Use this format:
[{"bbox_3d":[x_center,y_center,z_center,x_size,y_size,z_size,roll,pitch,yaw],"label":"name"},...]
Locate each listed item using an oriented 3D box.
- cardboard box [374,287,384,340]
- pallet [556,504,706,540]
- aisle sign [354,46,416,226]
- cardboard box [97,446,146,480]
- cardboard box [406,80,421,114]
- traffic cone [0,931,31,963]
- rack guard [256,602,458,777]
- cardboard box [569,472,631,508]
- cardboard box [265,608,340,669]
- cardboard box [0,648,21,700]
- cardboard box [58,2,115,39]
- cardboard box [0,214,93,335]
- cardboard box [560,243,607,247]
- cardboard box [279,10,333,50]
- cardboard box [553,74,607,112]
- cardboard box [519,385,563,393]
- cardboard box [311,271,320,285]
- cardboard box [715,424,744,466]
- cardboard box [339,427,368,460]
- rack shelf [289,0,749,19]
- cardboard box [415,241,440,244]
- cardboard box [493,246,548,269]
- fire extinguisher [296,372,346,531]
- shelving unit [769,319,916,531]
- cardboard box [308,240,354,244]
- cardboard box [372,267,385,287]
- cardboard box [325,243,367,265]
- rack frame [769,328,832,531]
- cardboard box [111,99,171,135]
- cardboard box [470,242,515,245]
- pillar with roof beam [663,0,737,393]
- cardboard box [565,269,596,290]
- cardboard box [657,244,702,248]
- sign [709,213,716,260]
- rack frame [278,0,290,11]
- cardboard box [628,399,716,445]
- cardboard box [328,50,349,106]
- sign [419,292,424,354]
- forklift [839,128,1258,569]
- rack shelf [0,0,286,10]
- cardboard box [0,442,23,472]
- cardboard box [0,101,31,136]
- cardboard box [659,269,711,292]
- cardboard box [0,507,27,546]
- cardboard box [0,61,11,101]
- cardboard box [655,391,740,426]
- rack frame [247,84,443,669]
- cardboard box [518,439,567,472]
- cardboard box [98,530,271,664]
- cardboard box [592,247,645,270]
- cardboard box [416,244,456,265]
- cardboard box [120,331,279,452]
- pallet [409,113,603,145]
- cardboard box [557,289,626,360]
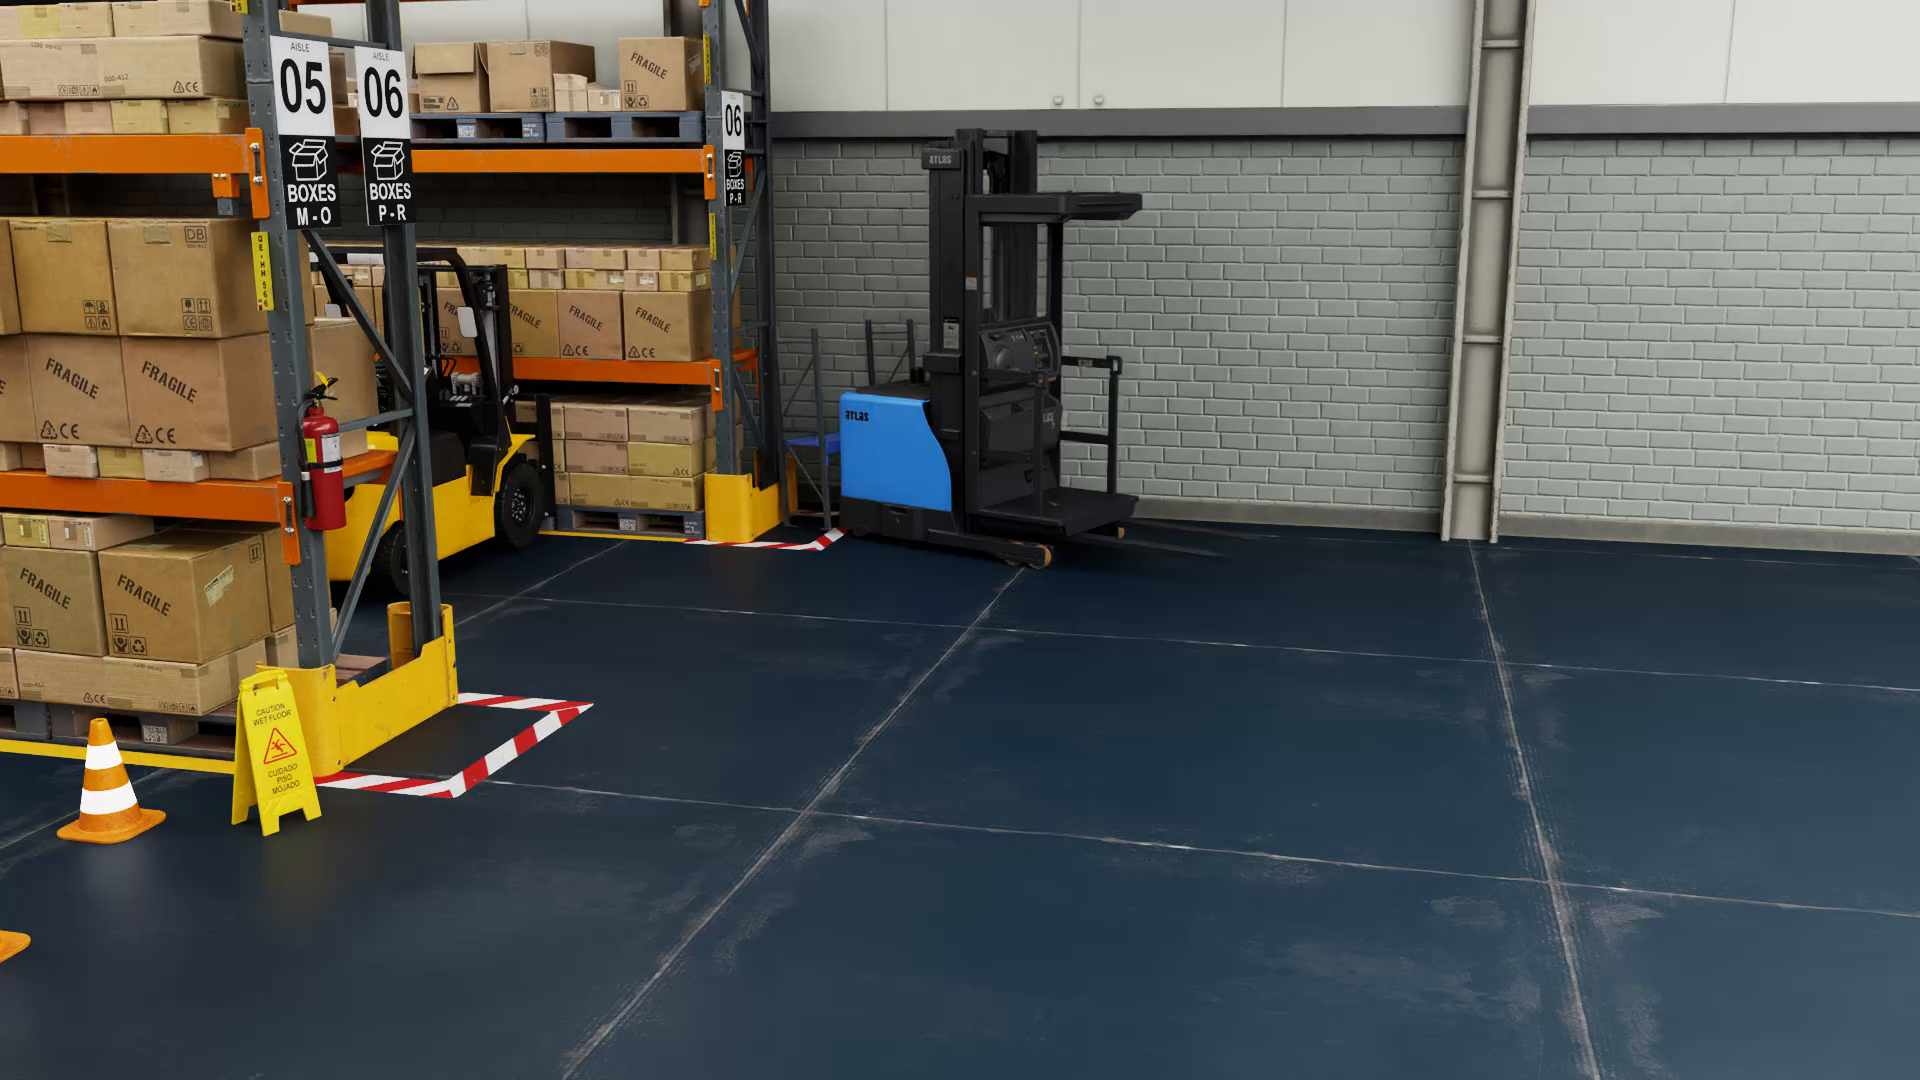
[{"bbox_3d":[-4.112,-1.700,12.740,0.500,0.500,0.500,3,13,13],"label":"cardboard box"},{"bbox_3d":[-2.351,-0.241,12.832,1.213,0.211,1.003,3,13,14],"label":"pallet"},{"bbox_3d":[-2.650,-1.858,7.682,0.004,0.787,0.394,3,13,14],"label":"aisle sign"},{"bbox_3d":[-3.715,-0.387,7.631,0.250,0.149,0.380,3,13,13],"label":"cardboard box"},{"bbox_3d":[-4.114,-3.291,12.324,0.258,0.266,0.396,3,13,12],"label":"cardboard box"},{"bbox_3d":[-3.447,1.211,5.706,0.334,0.463,0.336,3,13,14],"label":"traffic cone"},{"bbox_3d":[-2.858,0.689,7.973,0.348,0.500,1.175,3,13,14],"label":"rack guard"},{"bbox_3d":[-2.611,-0.420,12.578,0.500,0.250,0.500,3,13,14],"label":"cardboard box"},{"bbox_3d":[-3.501,0.510,8.388,0.500,0.250,0.500,3,13,13],"label":"cardboard box"},{"bbox_3d":[-4.644,0.570,8.117,0.500,0.250,0.500,3,13,12],"label":"cardboard box"},{"bbox_3d":[-3.677,-2.245,7.239,0.250,0.149,0.380,3,13,13],"label":"cardboard box"},{"bbox_3d":[-4.342,-1.223,7.593,0.500,0.500,0.700,3,13,13],"label":"cardboard box"},{"bbox_3d":[-2.878,-2.200,12.810,0.250,0.149,0.380,3,13,15],"label":"cardboard box"},{"bbox_3d":[-3.080,-2.320,7.577,0.250,0.149,0.380,3,13,13],"label":"cardboard box"},{"bbox_3d":[-2.722,-3.216,11.989,0.258,0.266,0.396,3,13,14],"label":"cardboard box"},{"bbox_3d":[-3.485,-1.068,13.193,0.500,0.250,0.500,3,13,12],"label":"cardboard box"},{"bbox_3d":[-4.984,-2.059,12.862,0.250,0.149,0.380,3,13,15],"label":"cardboard box"},{"bbox_3d":[-2.005,-0.746,12.895,0.500,0.250,0.500,3,13,15],"label":"cardboard box"},{"bbox_3d":[-3.065,-0.466,7.988,0.250,0.149,0.380,3,13,14],"label":"cardboard box"},{"bbox_3d":[-3.540,-4.057,12.330,4.000,0.370,1.077,3,13,14],"label":"rack shelf"},{"bbox_3d":[-4.348,-2.304,13.278,0.250,0.149,0.380,3,13,12],"label":"cardboard box"},{"bbox_3d":[-3.260,-2.101,12.365,0.250,0.149,0.380,3,13,15],"label":"cardboard box"},{"bbox_3d":[-2.784,-0.387,7.230,0.183,0.674,0.296,3,13,14],"label":"fire extinguisher"},{"bbox_3d":[-0.858,-0.911,12.814,0.538,1.500,1.048,5,13,42],"label":"shelving unit"},{"bbox_3d":[-5.100,-2.336,13.424,0.250,0.149,0.380,3,13,14],"label":"cardboard box"},{"bbox_3d":[-4.248,-2.009,12.637,0.250,0.149,0.380,3,13,13],"label":"cardboard box"},{"bbox_3d":[-4.719,-2.205,12.830,0.250,0.149,0.380,3,13,12],"label":"cardboard box"},{"bbox_3d":[-1.196,-0.829,12.444,0.500,1.500,0.032,5,13,42],"label":"rack frame"},{"bbox_3d":[-3.447,-1.835,7.233,0.250,0.149,0.380,3,13,14],"label":"cardboard box"},{"bbox_3d":[-3.626,-2.244,13.005,0.250,0.149,0.380,3,13,15],"label":"cardboard box"},{"bbox_3d":[-3.090,-3.820,8.677,0.400,9.000,9.100,3,13,14],"label":"pillar with roof beam"},{"bbox_3d":[-2.733,-1.944,12.344,0.250,0.149,0.380,3,13,13],"label":"cardboard box"},{"bbox_3d":[-2.117,-2.171,12.680,0.250,0.149,0.380,4,13,15],"label":"cardboard box"},{"bbox_3d":[-1.742,-2.139,11.728,0.005,0.325,0.100,3,13,14],"label":"sign"},{"bbox_3d":[-5.482,-4.708,12.676,0.127,3.000,1.000,3,13,14],"label":"rack frame"},{"bbox_3d":[-2.120,-0.880,12.346,0.500,0.250,0.500,4,13,15],"label":"cardboard box"},{"bbox_3d":[-3.209,-2.146,7.714,0.500,0.250,0.500,3,13,13],"label":"cardboard box"},{"bbox_3d":[-2.654,-1.064,8.105,0.005,0.325,0.100,3,13,14],"label":"sign"},{"bbox_3d":[0.598,-1.362,11.604,3.031,2.935,1.130,9,15,34],"label":"forklift"},{"bbox_3d":[-7.424,-4.265,13.265,4.000,0.370,1.077,3,13,14],"label":"rack shelf"},{"bbox_3d":[-4.457,-0.431,7.829,0.250,0.149,0.380,3,13,13],"label":"cardboard box"},{"bbox_3d":[-4.180,-1.886,7.463,0.250,0.149,0.380,3,13,13],"label":"cardboard box"},{"bbox_3d":[-2.002,-1.896,12.125,0.250,0.149,0.380,3,13,14],"label":"cardboard box"},{"bbox_3d":[-4.496,-0.092,7.873,0.250,0.149,0.380,4,13,16],"label":"cardboard box"},{"bbox_3d":[-4.339,-2.086,7.444,0.500,0.250,0.500,3,13,15],"label":"cardboard box"},{"bbox_3d":[-2.020,-0.987,12.826,0.500,0.250,0.500,3,13,13],"label":"cardboard box"},{"bbox_3d":[-2.784,-0.527,7.685,0.127,3.000,1.000,3,13,14],"label":"rack frame"},{"bbox_3d":[-3.137,-0.688,12.634,0.500,0.250,0.500,3,13,12],"label":"cardboard box"},{"bbox_3d":[-3.625,0.257,7.796,0.500,0.500,0.500,3,13,14],"label":"cardboard box"},{"bbox_3d":[-2.504,-2.070,12.225,0.250,0.149,0.380,3,13,15],"label":"cardboard box"},{"bbox_3d":[-3.974,-2.160,12.631,0.250,0.149,0.380,3,13,13],"label":"cardboard box"},{"bbox_3d":[-3.377,-0.691,7.507,0.500,0.500,0.500,3,13,13],"label":"cardboard box"},{"bbox_3d":[-3.467,-3.097,12.548,1.213,0.211,1.003,3,13,14],"label":"pallet"},{"bbox_3d":[-2.641,-1.619,12.376,0.500,0.500,0.500,3,13,15],"label":"cardboard box"}]
